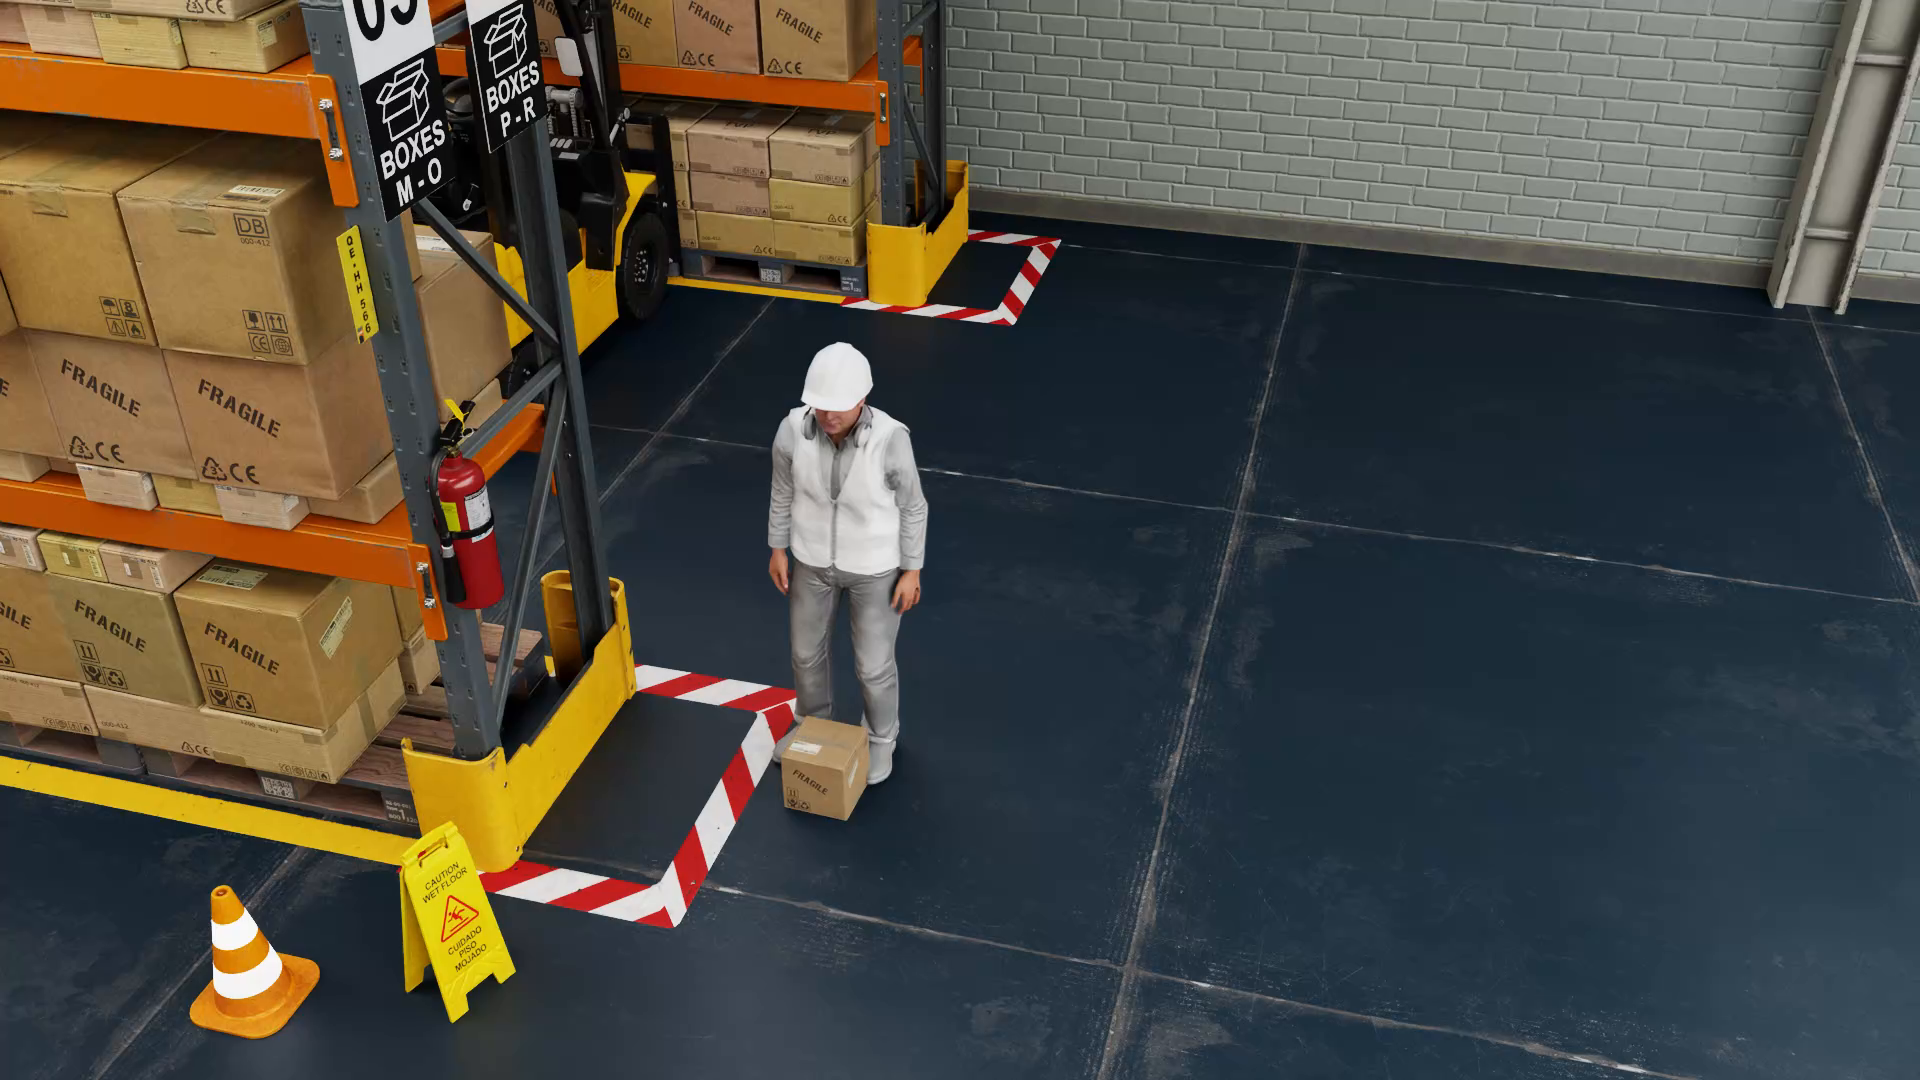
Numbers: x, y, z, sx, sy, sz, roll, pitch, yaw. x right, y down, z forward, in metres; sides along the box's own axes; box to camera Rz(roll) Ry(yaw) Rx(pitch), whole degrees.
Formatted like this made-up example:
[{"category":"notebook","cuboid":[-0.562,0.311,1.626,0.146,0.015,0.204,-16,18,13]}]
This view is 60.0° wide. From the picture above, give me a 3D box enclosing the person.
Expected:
[{"category":"person","cuboid":[-0.411,0.077,5.997,0.590,1.767,0.465,9,34,14]}]
